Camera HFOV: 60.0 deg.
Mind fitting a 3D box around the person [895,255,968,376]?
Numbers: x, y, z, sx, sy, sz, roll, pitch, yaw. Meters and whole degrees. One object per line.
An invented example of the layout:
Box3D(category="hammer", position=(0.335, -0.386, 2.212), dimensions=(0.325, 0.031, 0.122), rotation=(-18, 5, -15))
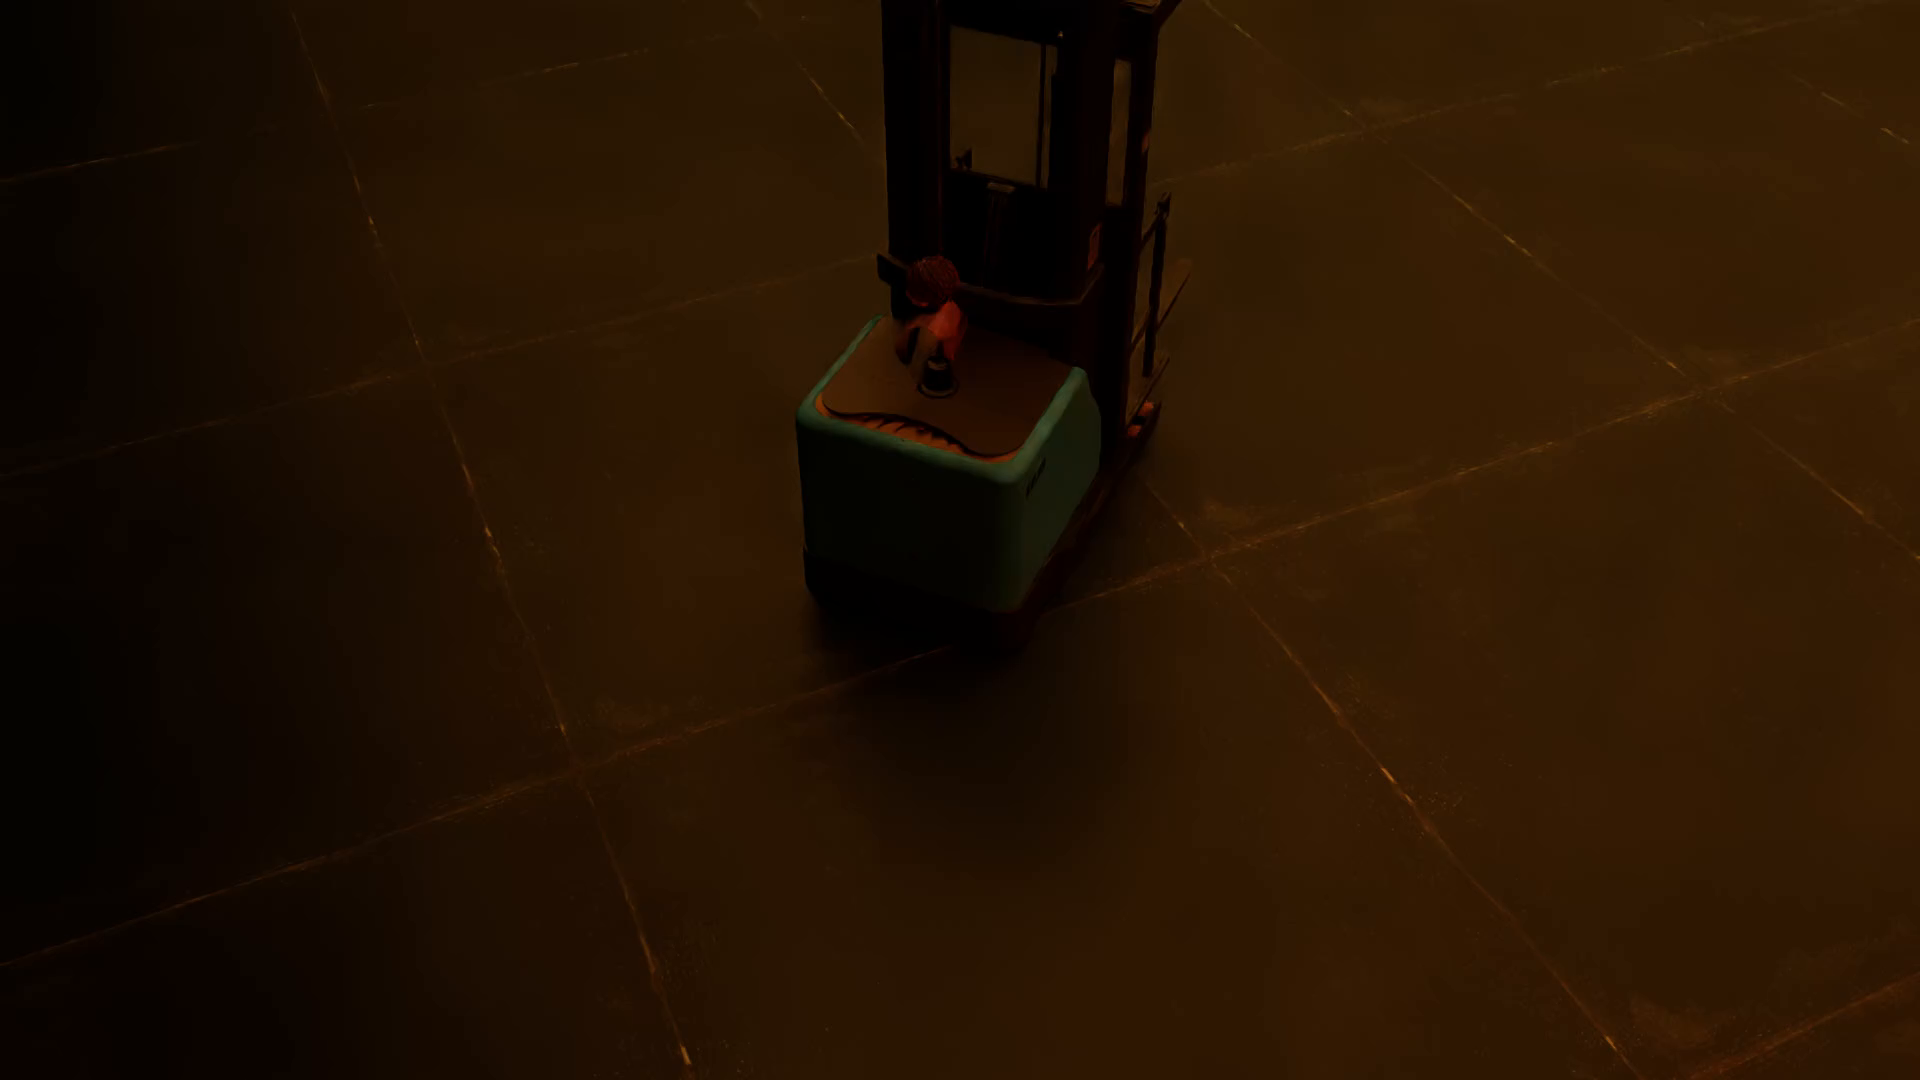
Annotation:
Box3D(category="person", position=(-0.098, -0.590, 7.315), dimensions=(0.528, 1.550, 0.537), rotation=(9, 44, 10))

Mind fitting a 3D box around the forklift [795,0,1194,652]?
Box3D(category="forklift", position=(0.363, -1.599, 7.393), dimensions=(1.130, 2.935, 3.031), rotation=(17, 46, 17))
